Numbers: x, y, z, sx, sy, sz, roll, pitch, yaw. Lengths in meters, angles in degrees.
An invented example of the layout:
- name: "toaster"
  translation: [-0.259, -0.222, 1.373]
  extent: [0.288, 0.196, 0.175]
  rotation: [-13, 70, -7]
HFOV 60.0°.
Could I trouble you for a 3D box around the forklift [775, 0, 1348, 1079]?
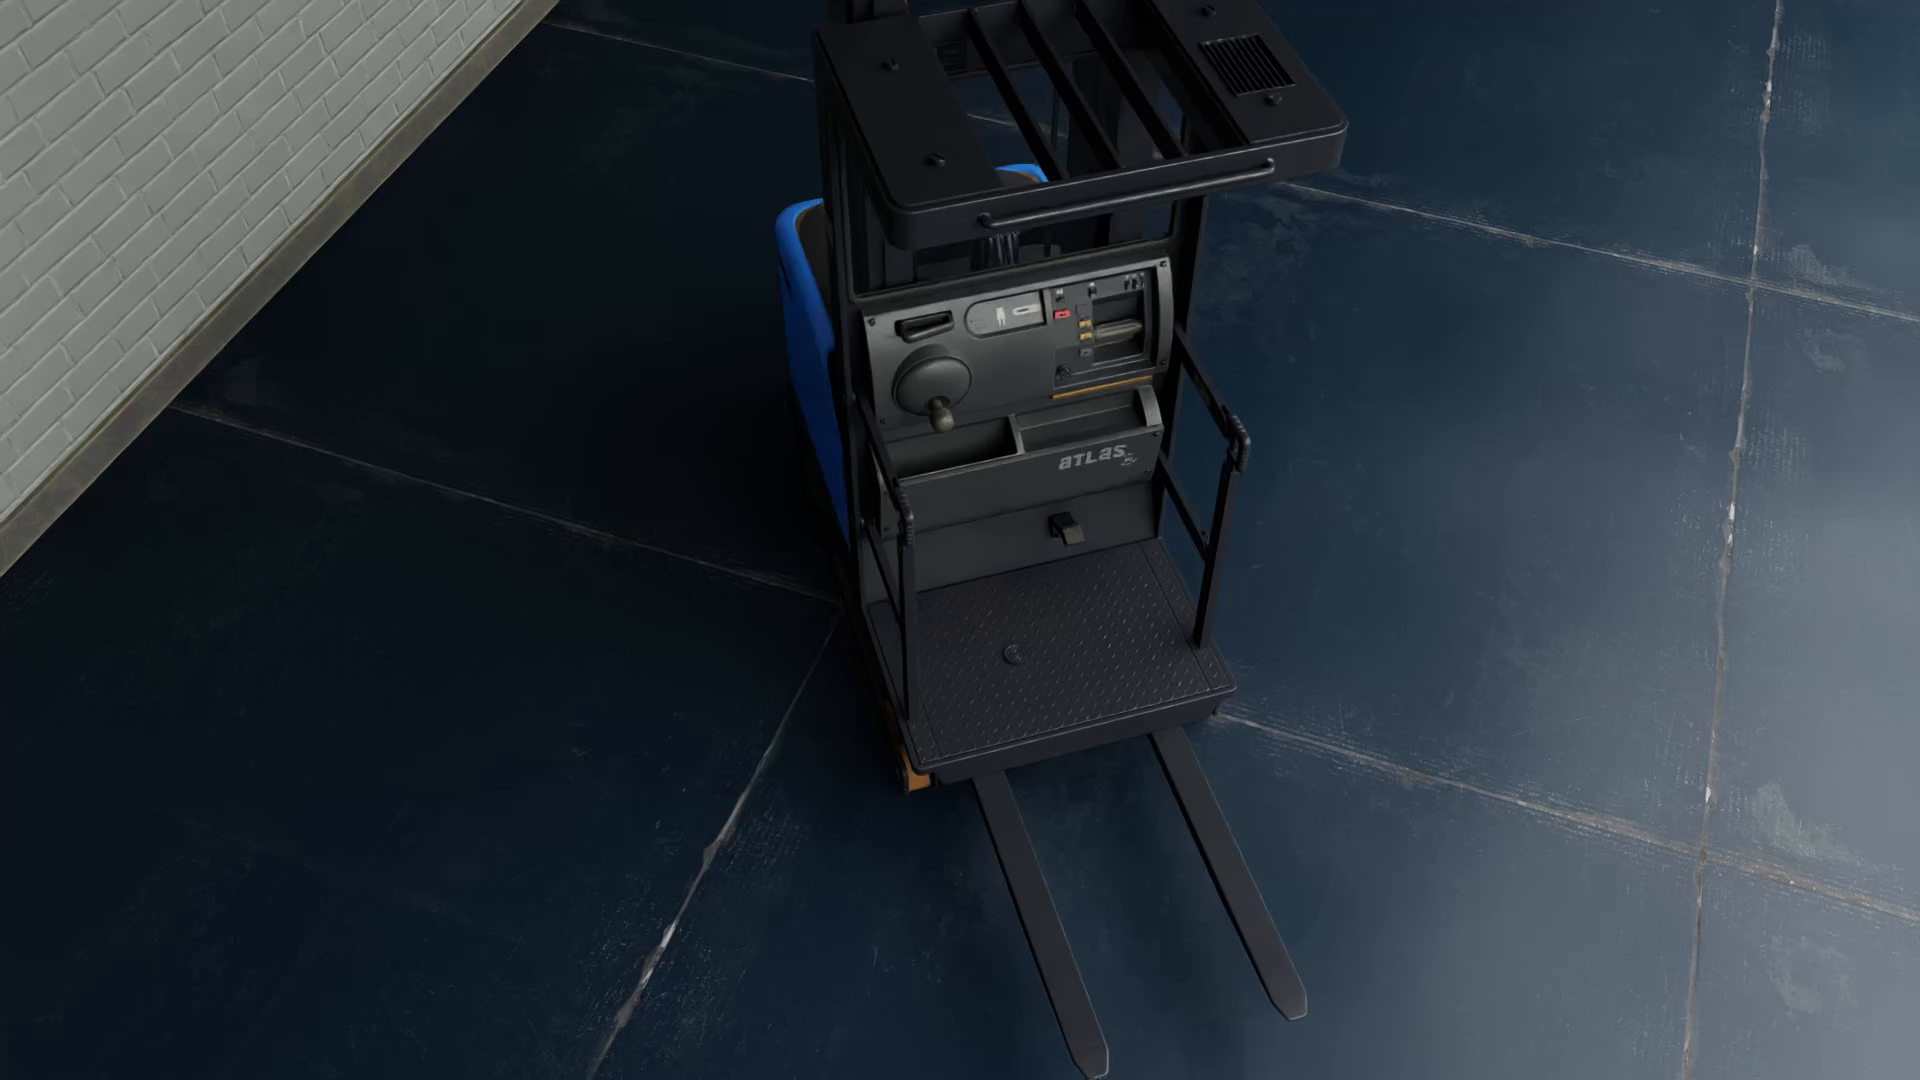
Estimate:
- name: "forklift"
  translation: [0.243, -0.473, 4.720]
  extent: [1.130, 2.935, 3.031]
  rotation: [-13, 50, -11]
